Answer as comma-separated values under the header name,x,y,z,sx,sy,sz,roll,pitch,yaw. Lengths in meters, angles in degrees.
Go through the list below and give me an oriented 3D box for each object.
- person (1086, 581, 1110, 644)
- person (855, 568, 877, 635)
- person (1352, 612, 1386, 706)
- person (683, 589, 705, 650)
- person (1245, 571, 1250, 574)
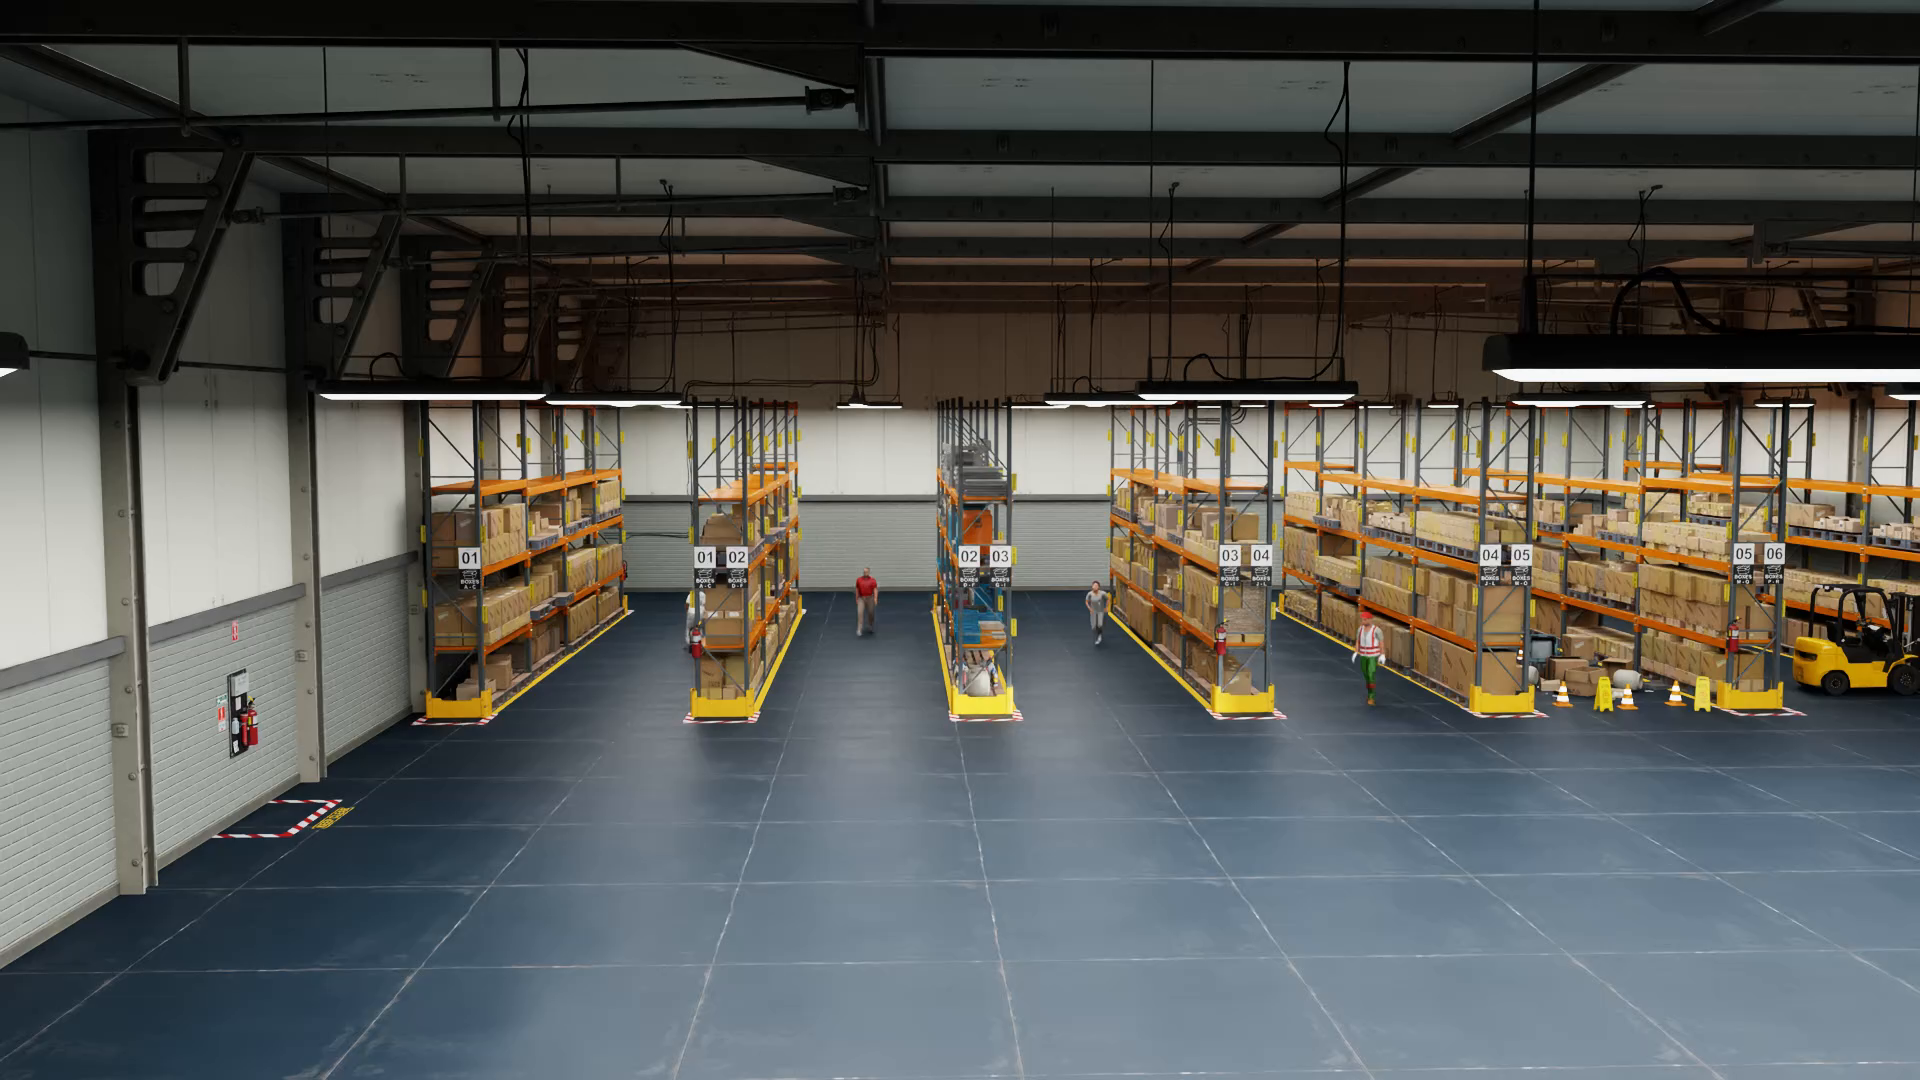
name,x,y,z,sx,sy,sz,roll,pitch,yaw
person,3.390,1.780,40.851,0.607,1.584,0.696,1,4,8
person,-2.415,1.559,42.791,0.618,1.689,0.999,0,4,6
person,8.012,2.309,32.679,0.673,1.790,0.627,-4,6,-41
person,-6.338,1.832,39.855,0.567,1.638,0.696,0,4,0
person,8.056,1.202,47.827,0.501,1.609,1.046,2,5,26
